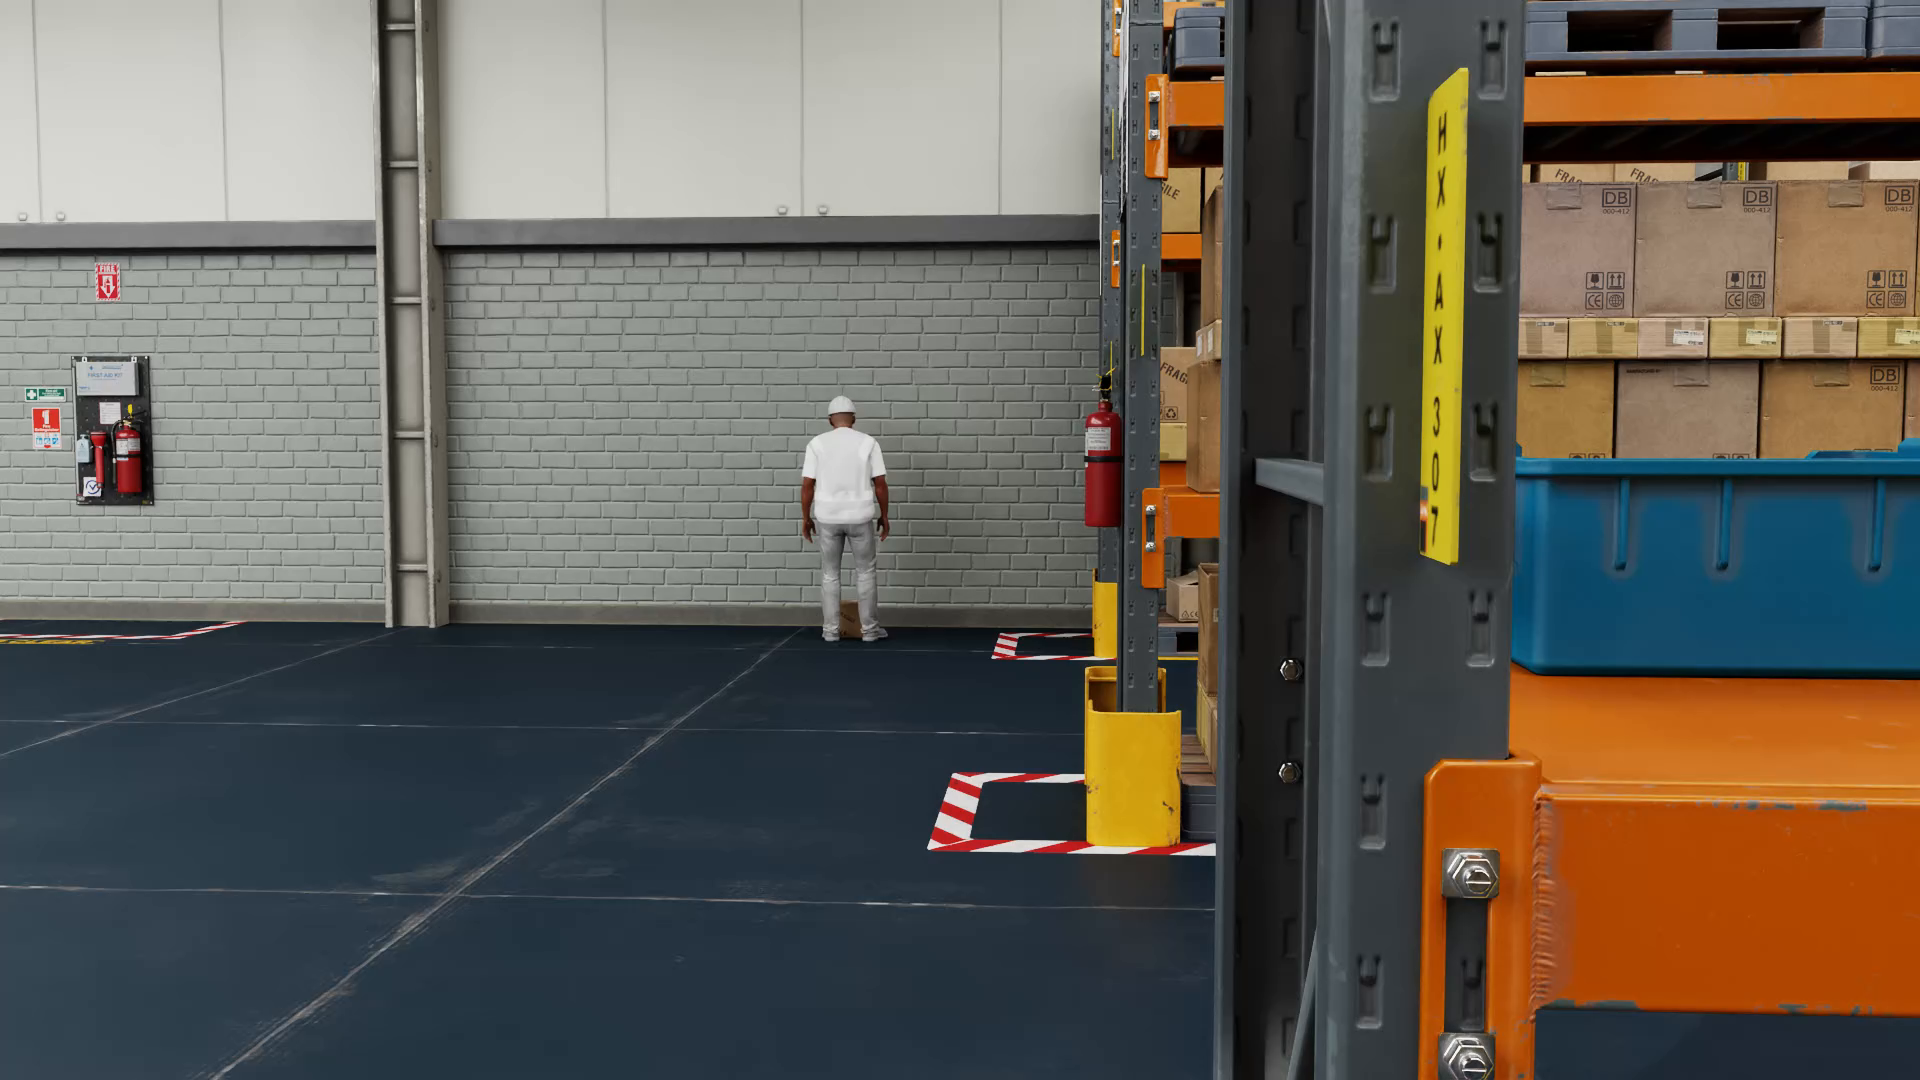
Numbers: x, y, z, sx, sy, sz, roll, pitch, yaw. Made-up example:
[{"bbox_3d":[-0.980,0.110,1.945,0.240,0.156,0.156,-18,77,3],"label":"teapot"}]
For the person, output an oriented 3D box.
[{"bbox_3d":[-0.825,-0.156,11.954,0.634,1.758,0.460,0,4,0],"label":"person"}]
